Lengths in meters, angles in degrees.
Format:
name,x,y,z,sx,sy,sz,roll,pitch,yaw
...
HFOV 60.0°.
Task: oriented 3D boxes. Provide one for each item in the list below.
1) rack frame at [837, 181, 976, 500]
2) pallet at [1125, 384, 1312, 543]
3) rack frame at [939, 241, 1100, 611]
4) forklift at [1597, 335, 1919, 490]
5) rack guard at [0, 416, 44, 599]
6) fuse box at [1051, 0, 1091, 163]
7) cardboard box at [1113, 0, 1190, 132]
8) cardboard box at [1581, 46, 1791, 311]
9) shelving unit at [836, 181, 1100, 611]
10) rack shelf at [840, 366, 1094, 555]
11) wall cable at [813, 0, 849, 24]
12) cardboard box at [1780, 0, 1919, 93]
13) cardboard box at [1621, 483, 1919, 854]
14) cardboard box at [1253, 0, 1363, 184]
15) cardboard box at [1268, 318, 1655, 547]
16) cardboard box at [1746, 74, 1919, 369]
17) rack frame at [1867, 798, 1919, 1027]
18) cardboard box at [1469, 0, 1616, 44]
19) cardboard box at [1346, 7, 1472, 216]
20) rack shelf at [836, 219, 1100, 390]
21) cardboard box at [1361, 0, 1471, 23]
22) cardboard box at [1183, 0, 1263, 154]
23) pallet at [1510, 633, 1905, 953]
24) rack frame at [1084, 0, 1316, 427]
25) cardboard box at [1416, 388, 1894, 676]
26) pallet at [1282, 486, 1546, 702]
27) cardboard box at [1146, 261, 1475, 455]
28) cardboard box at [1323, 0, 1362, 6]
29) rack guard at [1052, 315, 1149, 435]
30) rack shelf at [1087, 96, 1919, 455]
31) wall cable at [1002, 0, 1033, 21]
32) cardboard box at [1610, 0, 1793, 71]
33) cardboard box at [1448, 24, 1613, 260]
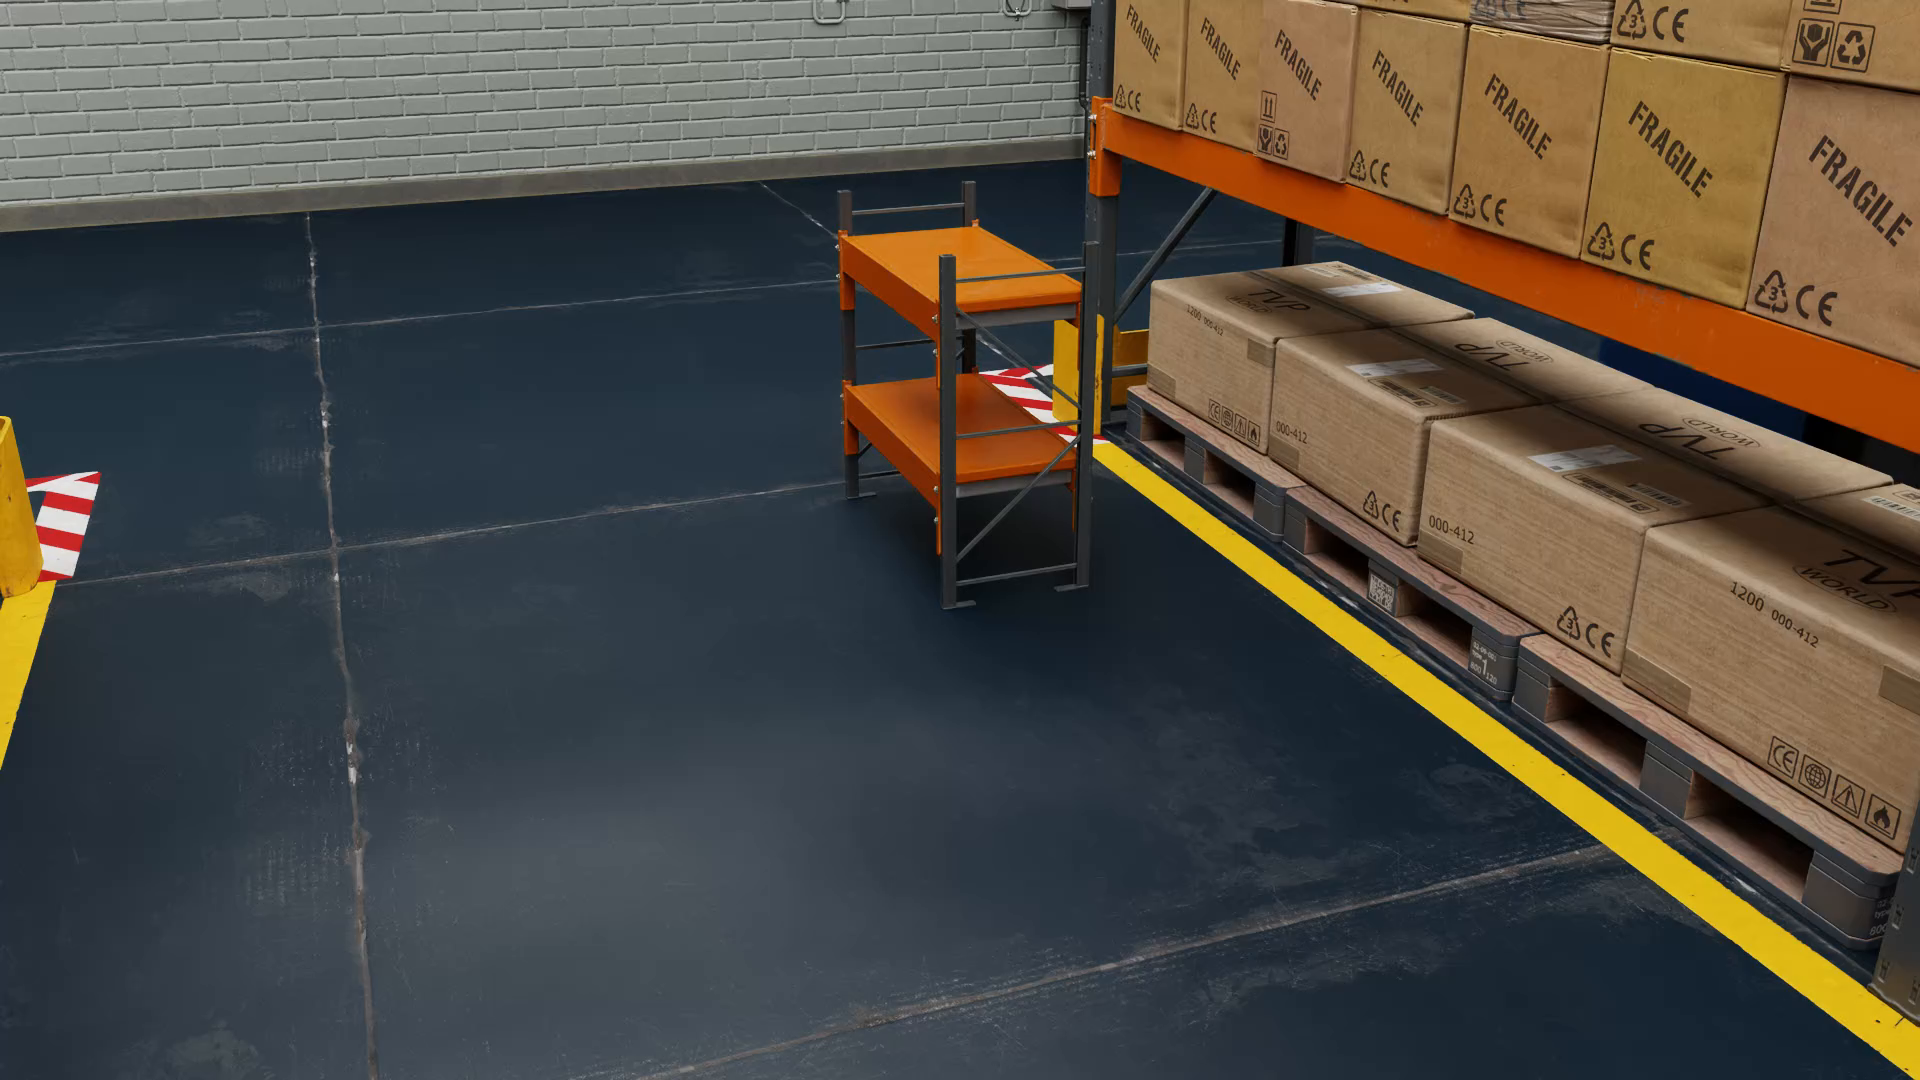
name,x,y,z,sx,sy,sz,roll,pitch,yaw
rack frame,-0.182,-0.705,5.976,0.500,1.125,0.032,-8,24,-19
pallet,1.341,-0.369,6.353,1.003,0.211,1.213,-8,24,-19
rack frame,0.177,-0.336,5.099,0.500,1.125,0.032,-8,24,-19
forklift,3.432,-1.224,4.881,1.130,2.935,3.031,-8,24,-19
rack guard,-3.583,-0.038,5.196,1.175,0.500,0.348,-8,24,-19
fuse box,0.988,-3.620,12.137,0.539,1.711,0.414,-8,24,-19
cardboard box,0.886,-1.766,5.948,0.500,0.500,0.500,-9,24,-19
cardboard box,1.809,-0.846,3.766,0.500,0.500,0.500,-9,24,-20
shelving unit,-0.002,-0.521,5.537,0.538,1.125,1.048,-8,24,-19
rack shelf,-0.002,-0.295,5.632,0.538,0.278,1.000,-8,24,-19
wall cable,-1.028,-4.462,11.125,0.585,1.953,0.123,-8,24,-19
cardboard box,1.974,-1.120,3.130,0.500,0.500,0.500,-9,24,-19
cardboard box,2.277,0.264,4.019,0.875,0.438,0.875,-9,24,-20
cardboard box,1.254,-1.398,5.077,0.500,0.500,0.500,-8,24,-19
cardboard box,1.643,-0.389,5.568,0.875,0.438,0.875,-8,24,-18
cardboard box,1.996,-0.659,3.324,0.500,0.500,0.500,-8,24,-19
rack frame,2.399,-0.480,3.027,1.000,3.000,0.127,-8,24,-19
cardboard box,1.613,-1.489,4.006,0.500,0.500,0.500,-8,24,-18
cardboard box,1.447,-1.219,4.650,0.500,0.500,0.500,-8,24,-17
rack shelf,-0.002,-0.791,5.424,0.538,0.278,1.000,-8,24,-19
cardboard box,1.444,-1.673,4.441,0.500,0.500,0.500,-8,24,-19
cardboard box,1.091,-1.586,5.521,0.500,0.500,0.500,-9,24,-20
pallet,2.203,0.518,4.249,1.003,0.211,1.213,-8,24,-19
rack frame,0.986,-1.933,6.475,1.000,3.000,0.127,-8,24,-19
cardboard box,1.960,-0.061,4.790,0.875,0.438,0.875,-9,25,-21
pallet,1.768,0.074,5.303,1.003,0.211,1.213,-8,24,-19
cardboard box,1.312,-0.720,6.355,0.875,0.438,0.875,-9,25,-21
cardboard box,1.267,-1.854,4.870,0.500,0.500,0.500,-9,24,-19
rack guard,0.977,-0.790,6.981,1.175,0.500,0.348,-8,24,-19
rack shelf,1.692,-0.875,4.890,1.077,0.370,4.000,-8,24,-19
wall cable,0.294,-4.646,11.603,0.588,1.984,0.122,-8,24,-19
cardboard box,1.802,-1.306,3.570,0.500,0.500,0.500,-9,24,-20
cardboard box,1.617,-1.026,4.194,0.500,0.500,0.500,-9,24,-20
